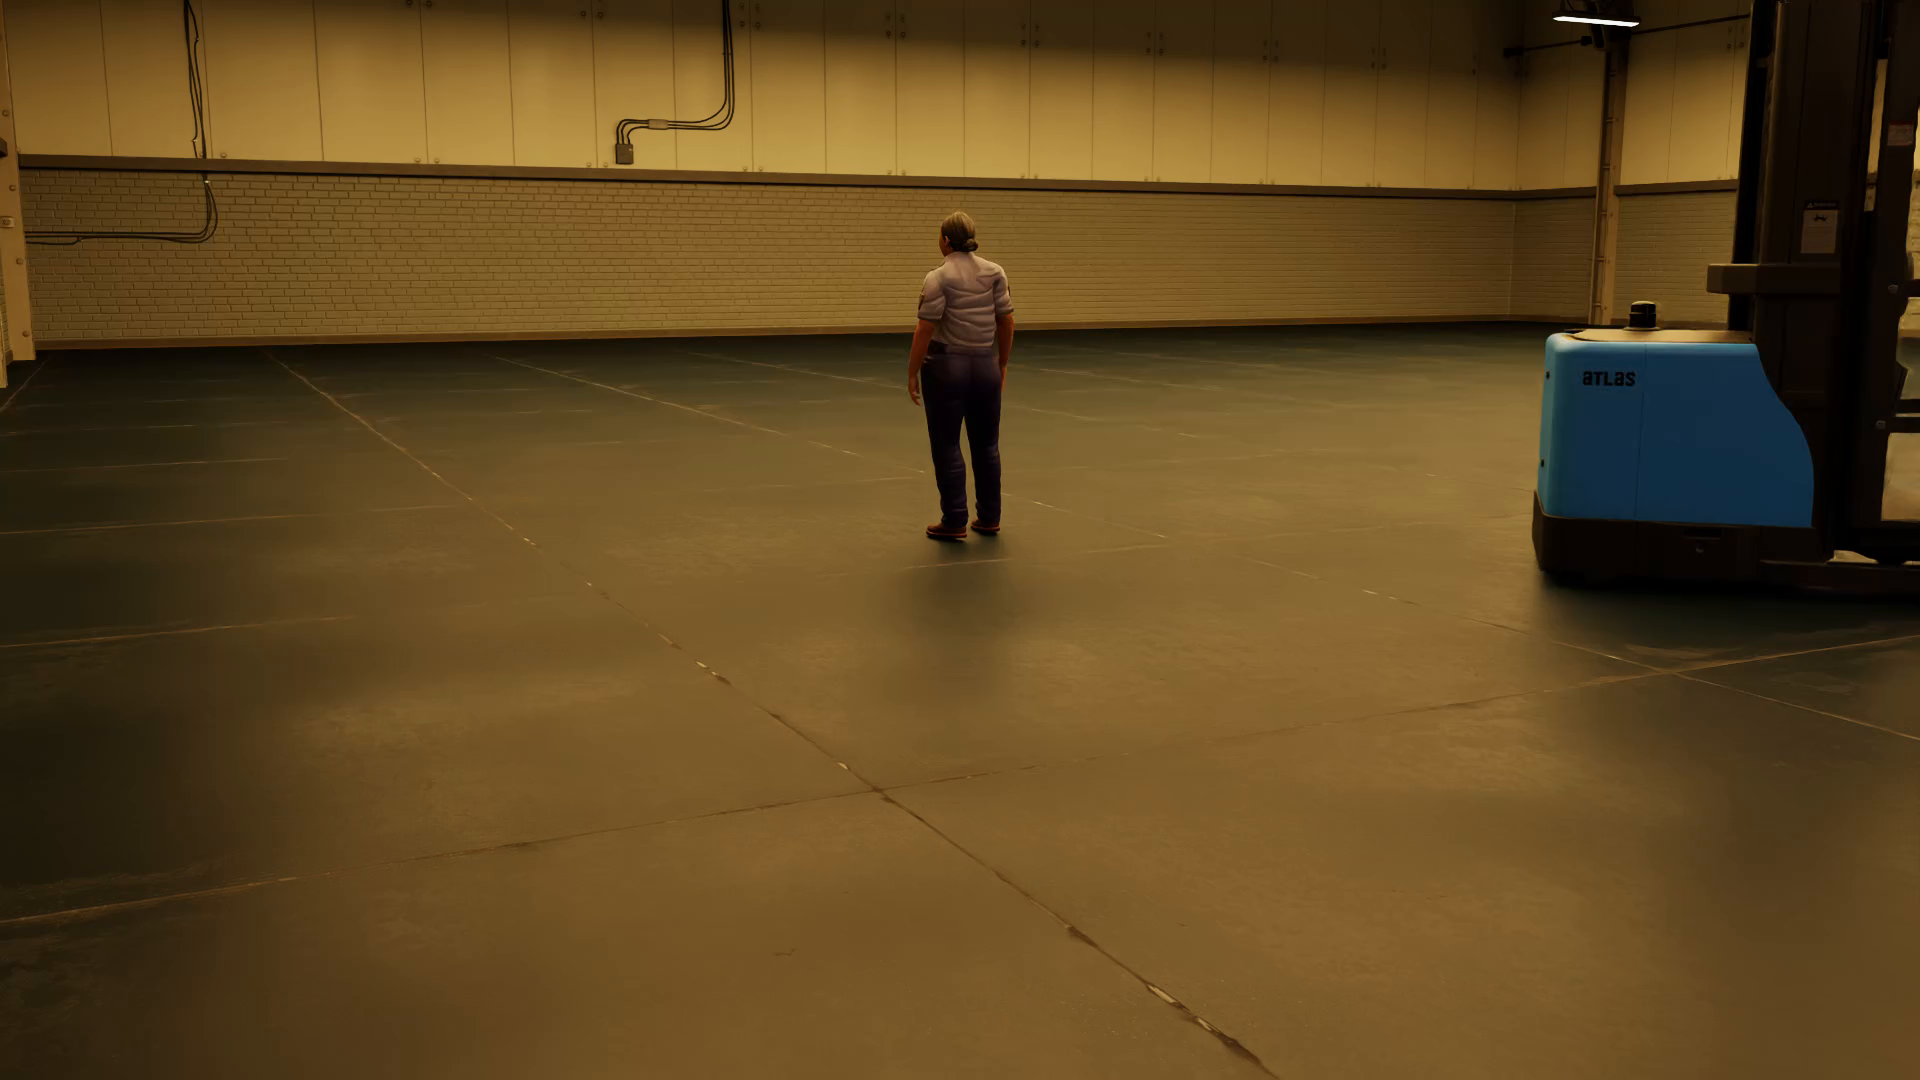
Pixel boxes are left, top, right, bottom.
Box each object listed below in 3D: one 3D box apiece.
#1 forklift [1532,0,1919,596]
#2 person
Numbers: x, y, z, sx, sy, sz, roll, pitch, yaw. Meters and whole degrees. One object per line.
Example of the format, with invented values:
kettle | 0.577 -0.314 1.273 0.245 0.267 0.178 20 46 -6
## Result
forklift | 4.154 -1.250 7.150 3.031 2.935 1.130 3 10 16
person | -0.019 -0.835 8.511 0.598 1.651 0.502 -5 11 -26
